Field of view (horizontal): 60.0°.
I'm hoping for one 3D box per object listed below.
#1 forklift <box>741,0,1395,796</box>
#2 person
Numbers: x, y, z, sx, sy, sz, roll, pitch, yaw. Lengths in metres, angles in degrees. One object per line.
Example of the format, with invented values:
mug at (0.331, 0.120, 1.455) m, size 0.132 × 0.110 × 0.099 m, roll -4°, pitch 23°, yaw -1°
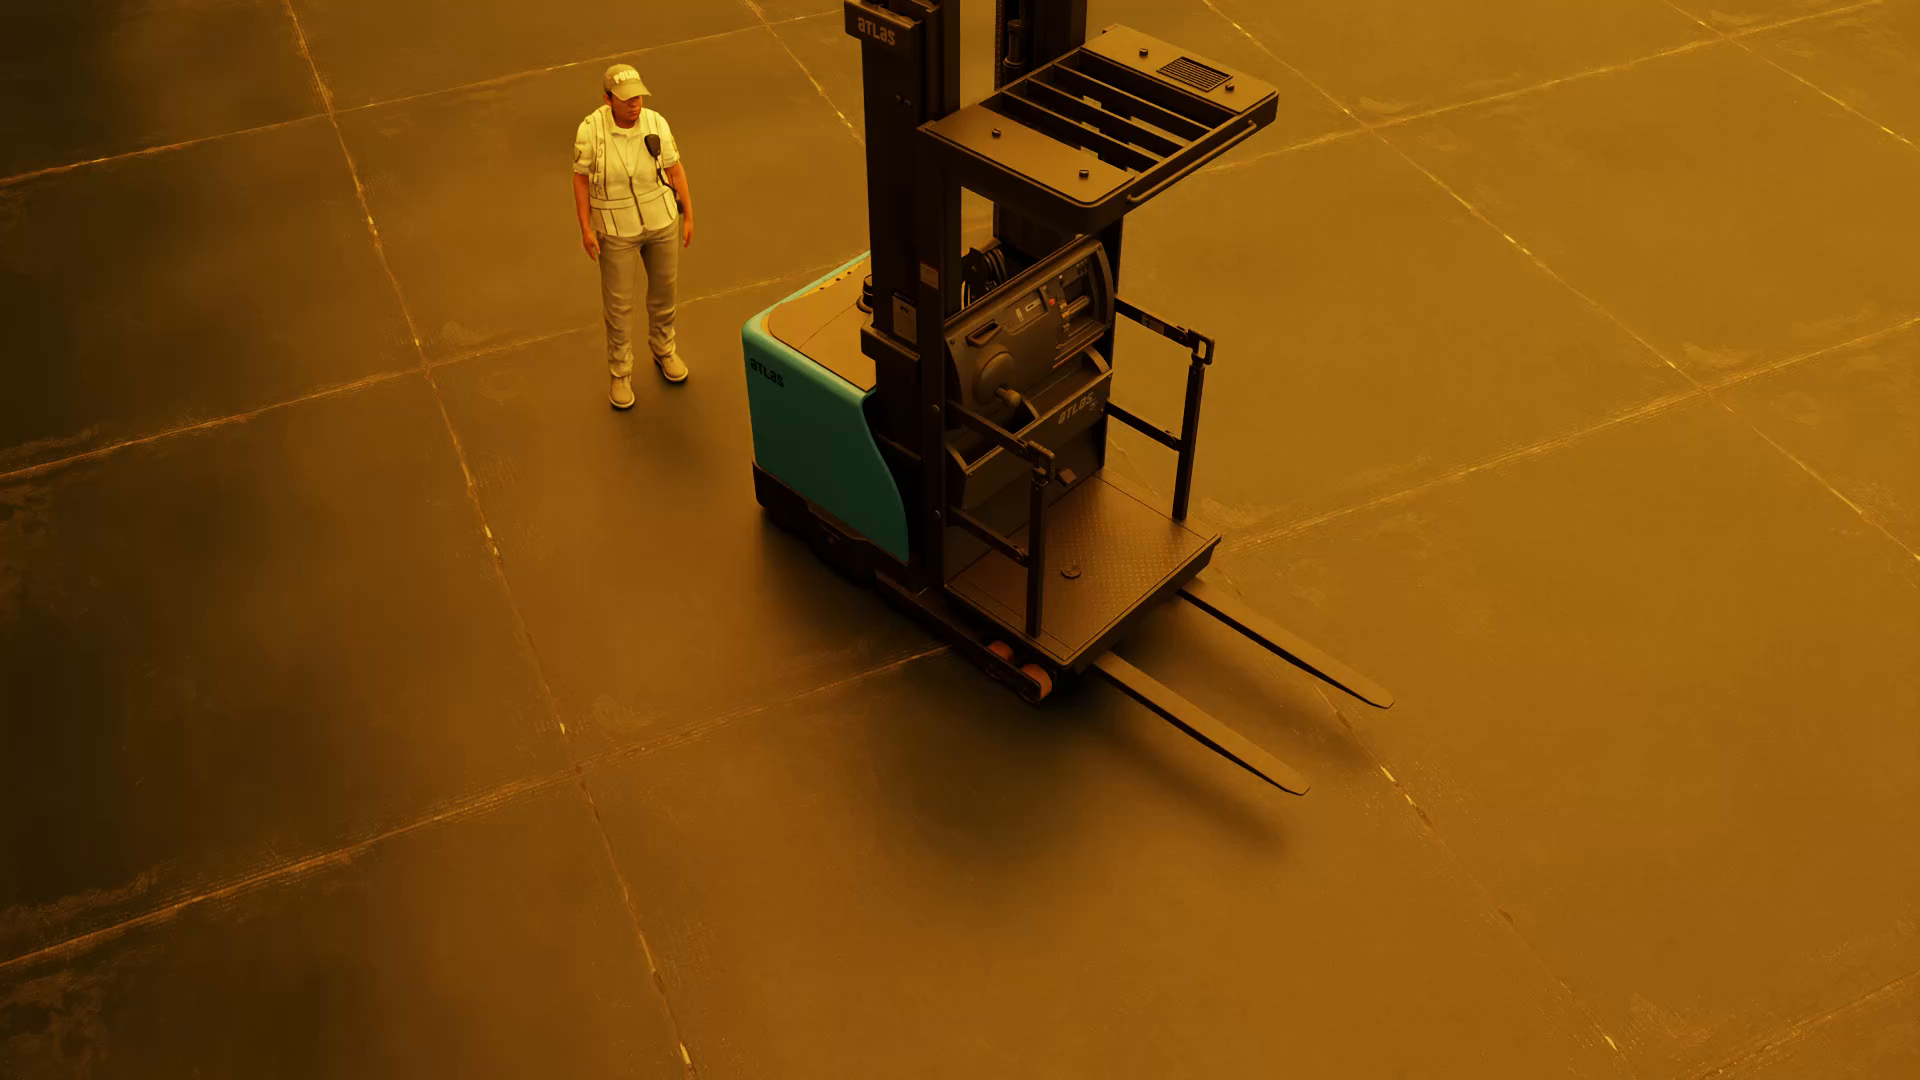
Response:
forklift at (0.445, -0.788, 6.525) m, size 3.031 × 2.935 × 1.130 m, roll 32°, pitch 52°, yaw 30°
person at (-1.592, -1.507, 8.211) m, size 0.599 × 1.670 × 0.529 m, roll -16°, pitch 45°, yaw -16°
